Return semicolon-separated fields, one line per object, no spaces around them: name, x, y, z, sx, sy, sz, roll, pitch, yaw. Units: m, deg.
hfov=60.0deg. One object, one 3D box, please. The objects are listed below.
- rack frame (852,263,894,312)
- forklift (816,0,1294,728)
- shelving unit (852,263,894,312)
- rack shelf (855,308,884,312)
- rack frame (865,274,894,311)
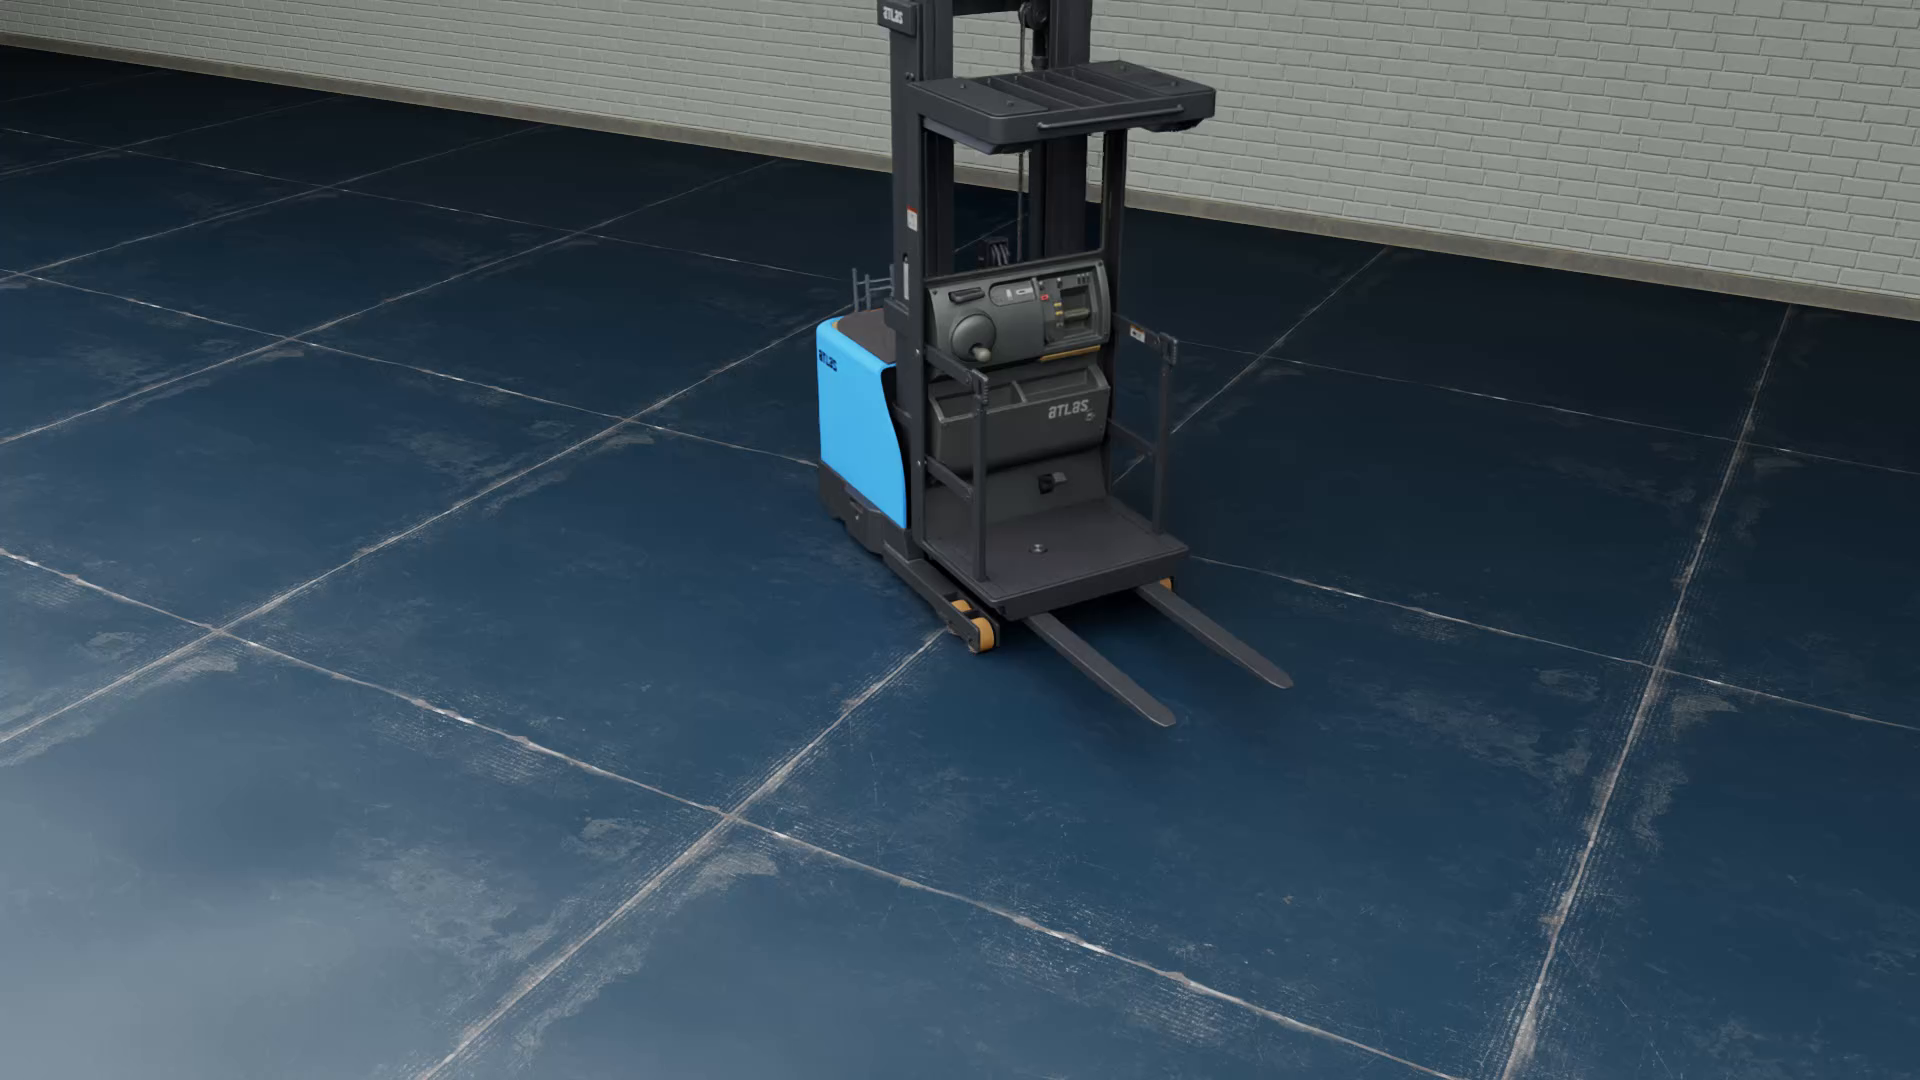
rack frame;-0.451;-0.939;9.289;0.240;1.200;0.006;-12;24;-22
forklift;0.390;-1.018;7.510;1.130;2.935;3.031;-14;30;-26
shelving unit;-0.412;-0.909;9.212;0.258;1.200;0.189;-12;24;-22
rack shelf;-0.425;-1.202;9.095;0.258;0.103;0.180;-12;24;-22
rack frame;-0.374;-0.880;9.134;0.240;1.200;0.006;-12;24;-22
